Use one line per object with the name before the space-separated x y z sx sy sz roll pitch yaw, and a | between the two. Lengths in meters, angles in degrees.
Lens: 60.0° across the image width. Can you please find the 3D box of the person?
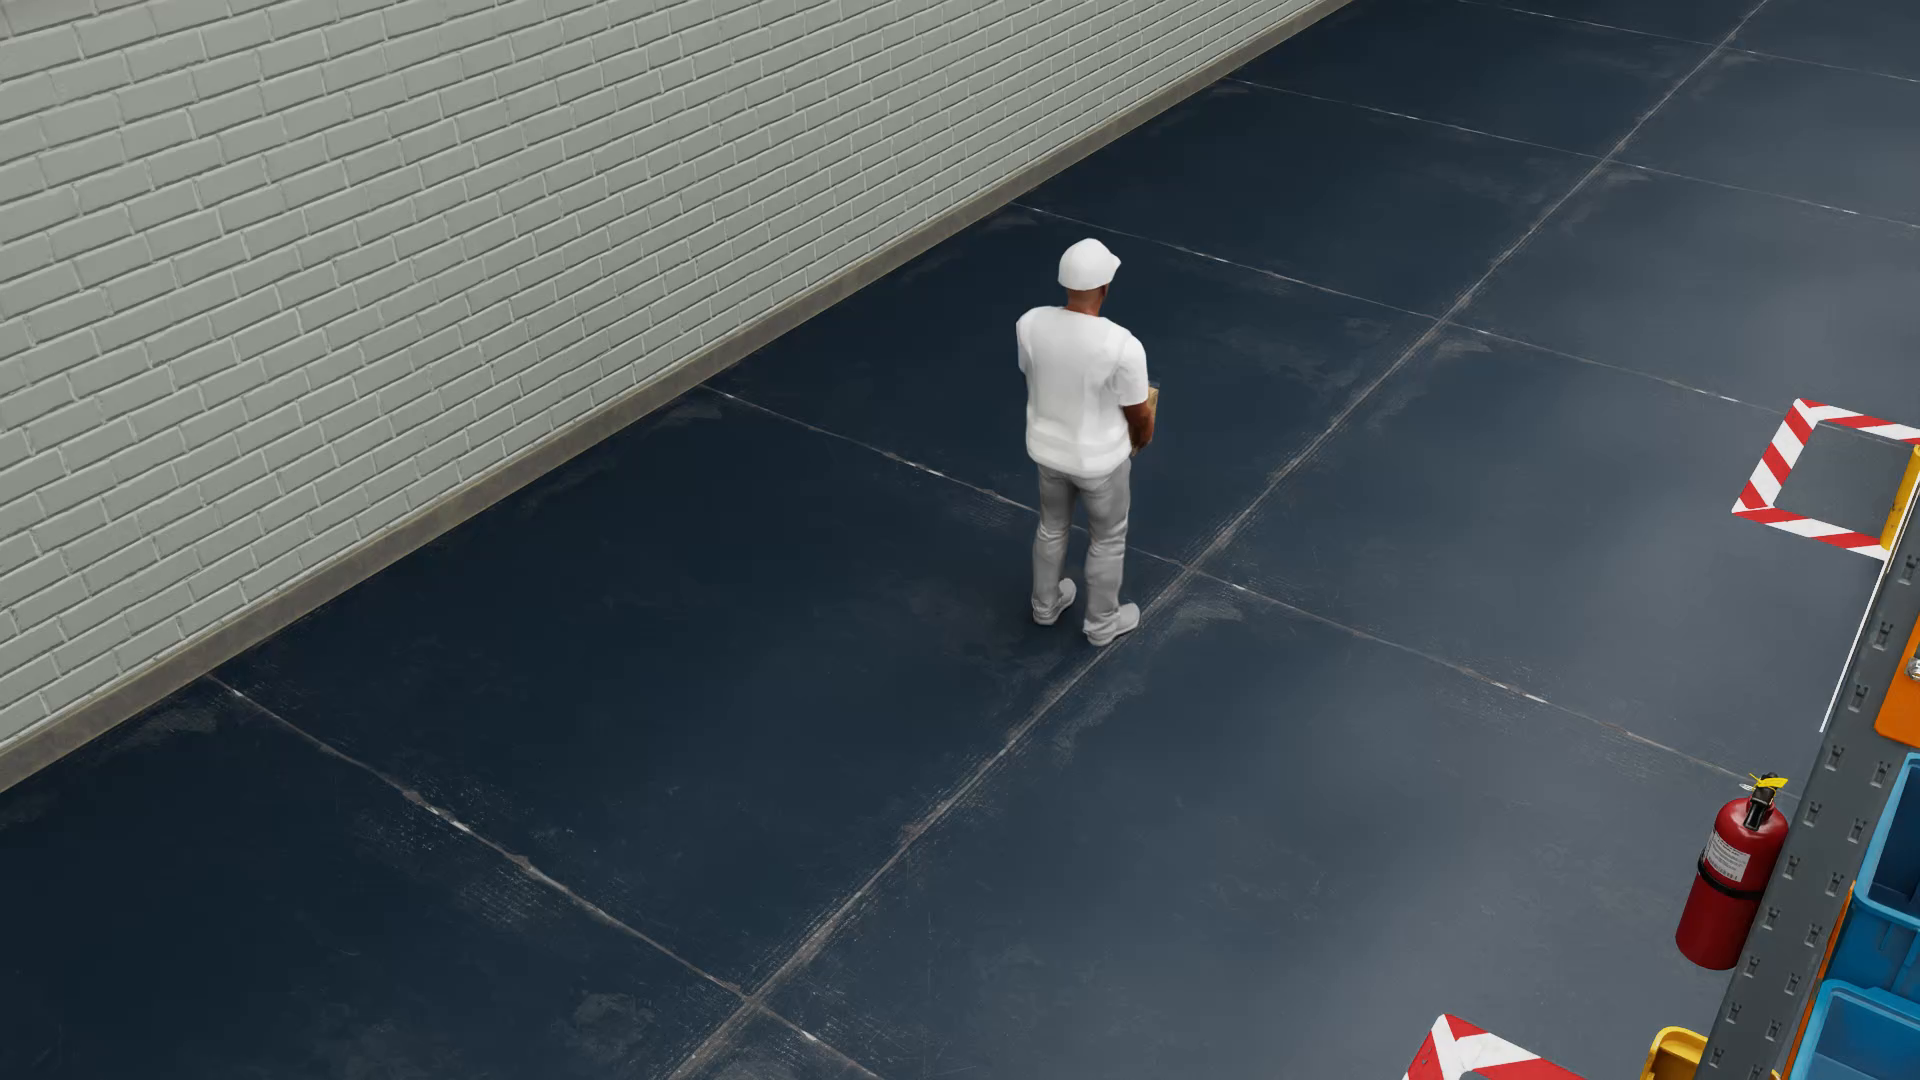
person | 0.514 -0.399 6.704 0.562 1.768 0.509 21 40 28
